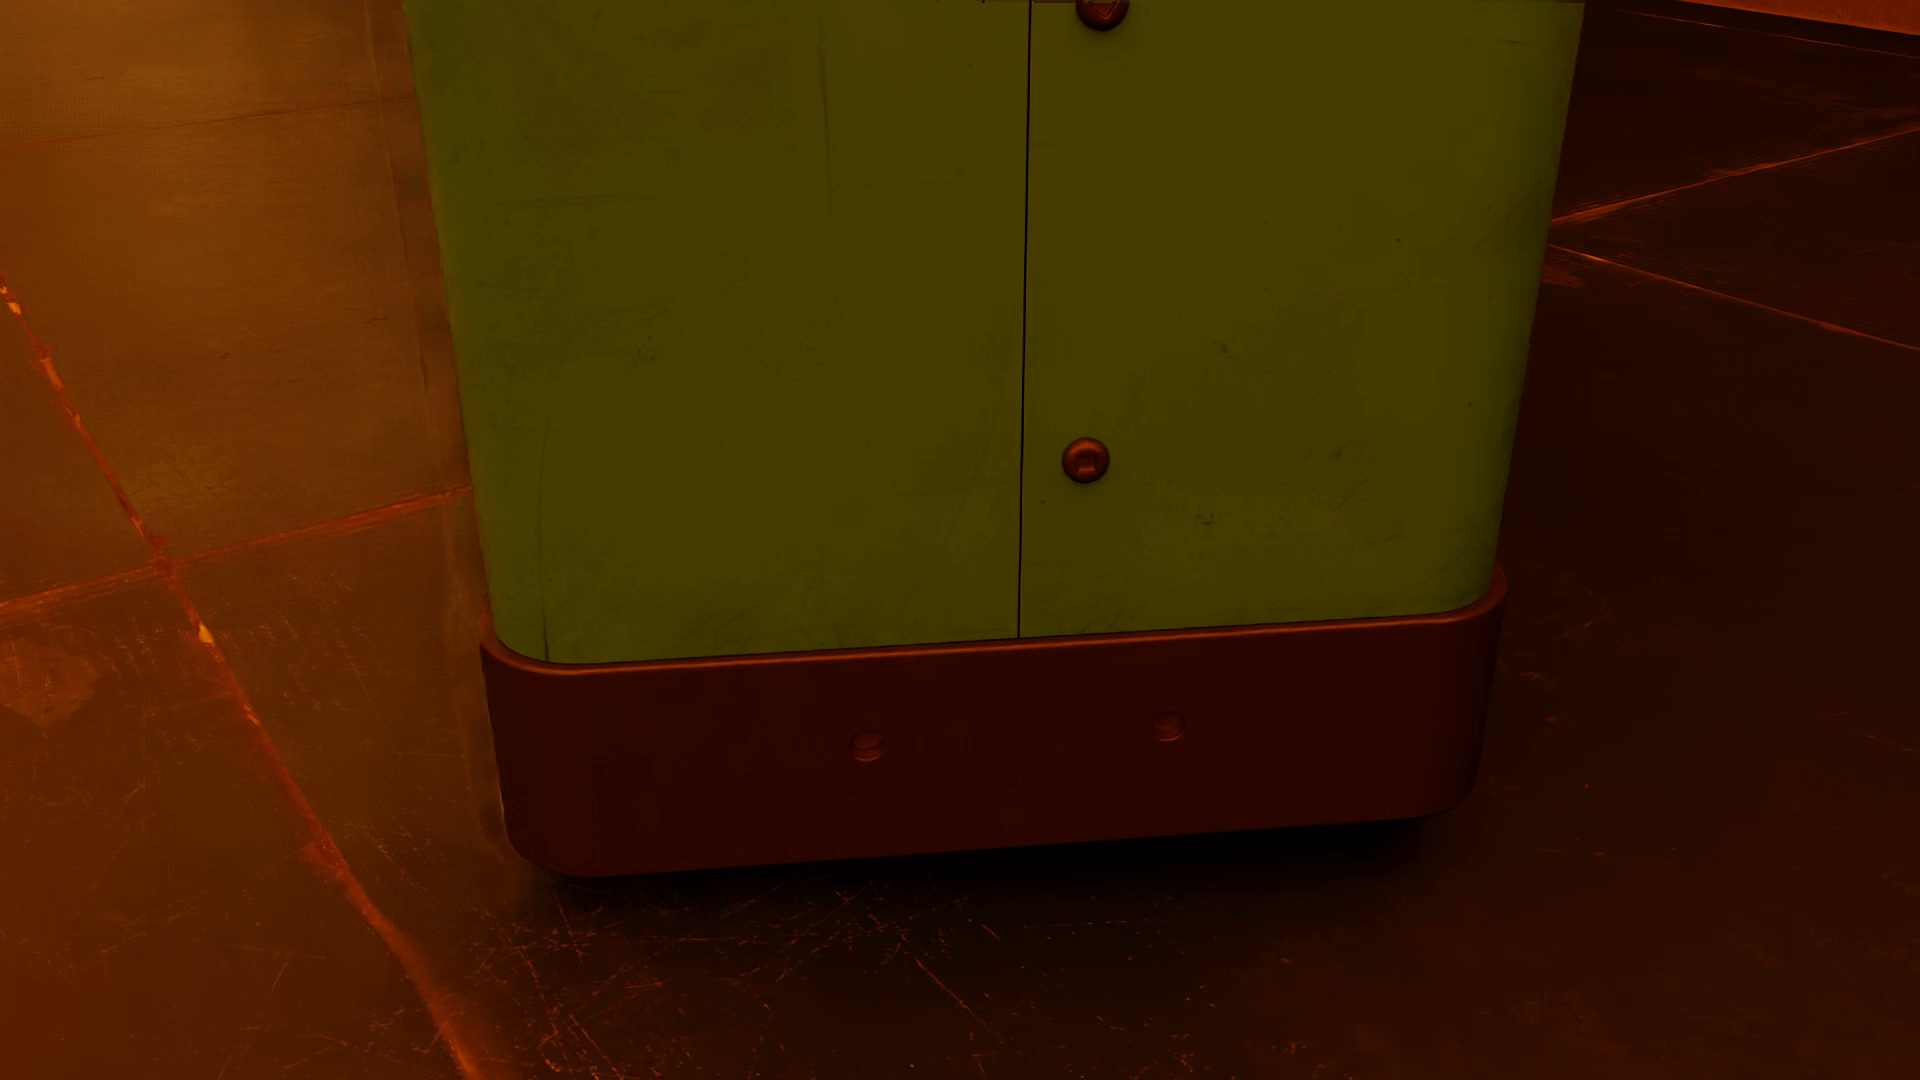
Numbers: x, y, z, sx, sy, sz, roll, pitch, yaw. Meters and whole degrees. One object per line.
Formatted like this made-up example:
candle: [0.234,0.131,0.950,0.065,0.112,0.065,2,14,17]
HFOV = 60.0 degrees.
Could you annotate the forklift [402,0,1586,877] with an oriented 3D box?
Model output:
forklift: [-0.118,-1.604,2.428,1.130,2.935,3.031,-3,27,-6]
